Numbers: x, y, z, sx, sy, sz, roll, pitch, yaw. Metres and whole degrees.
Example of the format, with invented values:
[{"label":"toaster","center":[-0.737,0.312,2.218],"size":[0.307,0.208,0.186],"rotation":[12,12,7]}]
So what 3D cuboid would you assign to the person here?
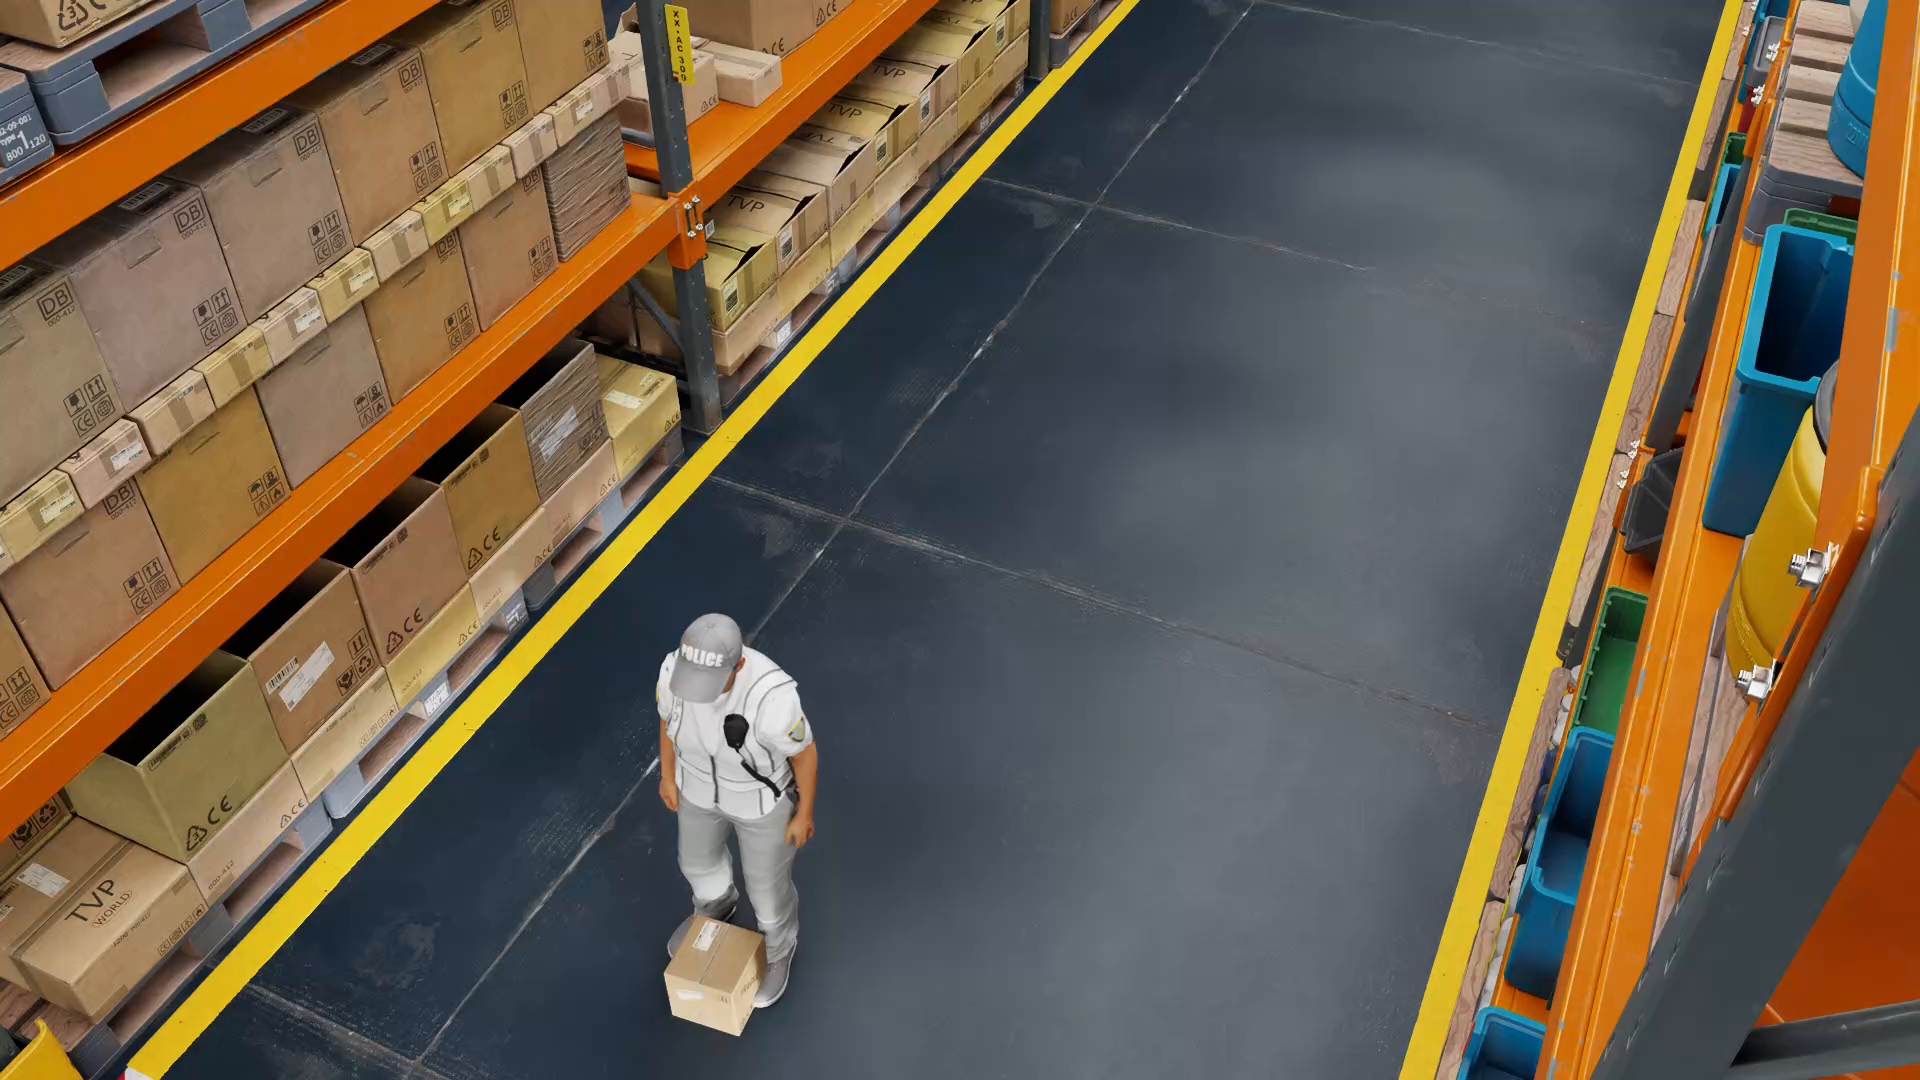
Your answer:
[{"label":"person","center":[-0.722,0.808,5.265],"size":[0.564,1.666,0.468],"rotation":[14,44,15]}]
